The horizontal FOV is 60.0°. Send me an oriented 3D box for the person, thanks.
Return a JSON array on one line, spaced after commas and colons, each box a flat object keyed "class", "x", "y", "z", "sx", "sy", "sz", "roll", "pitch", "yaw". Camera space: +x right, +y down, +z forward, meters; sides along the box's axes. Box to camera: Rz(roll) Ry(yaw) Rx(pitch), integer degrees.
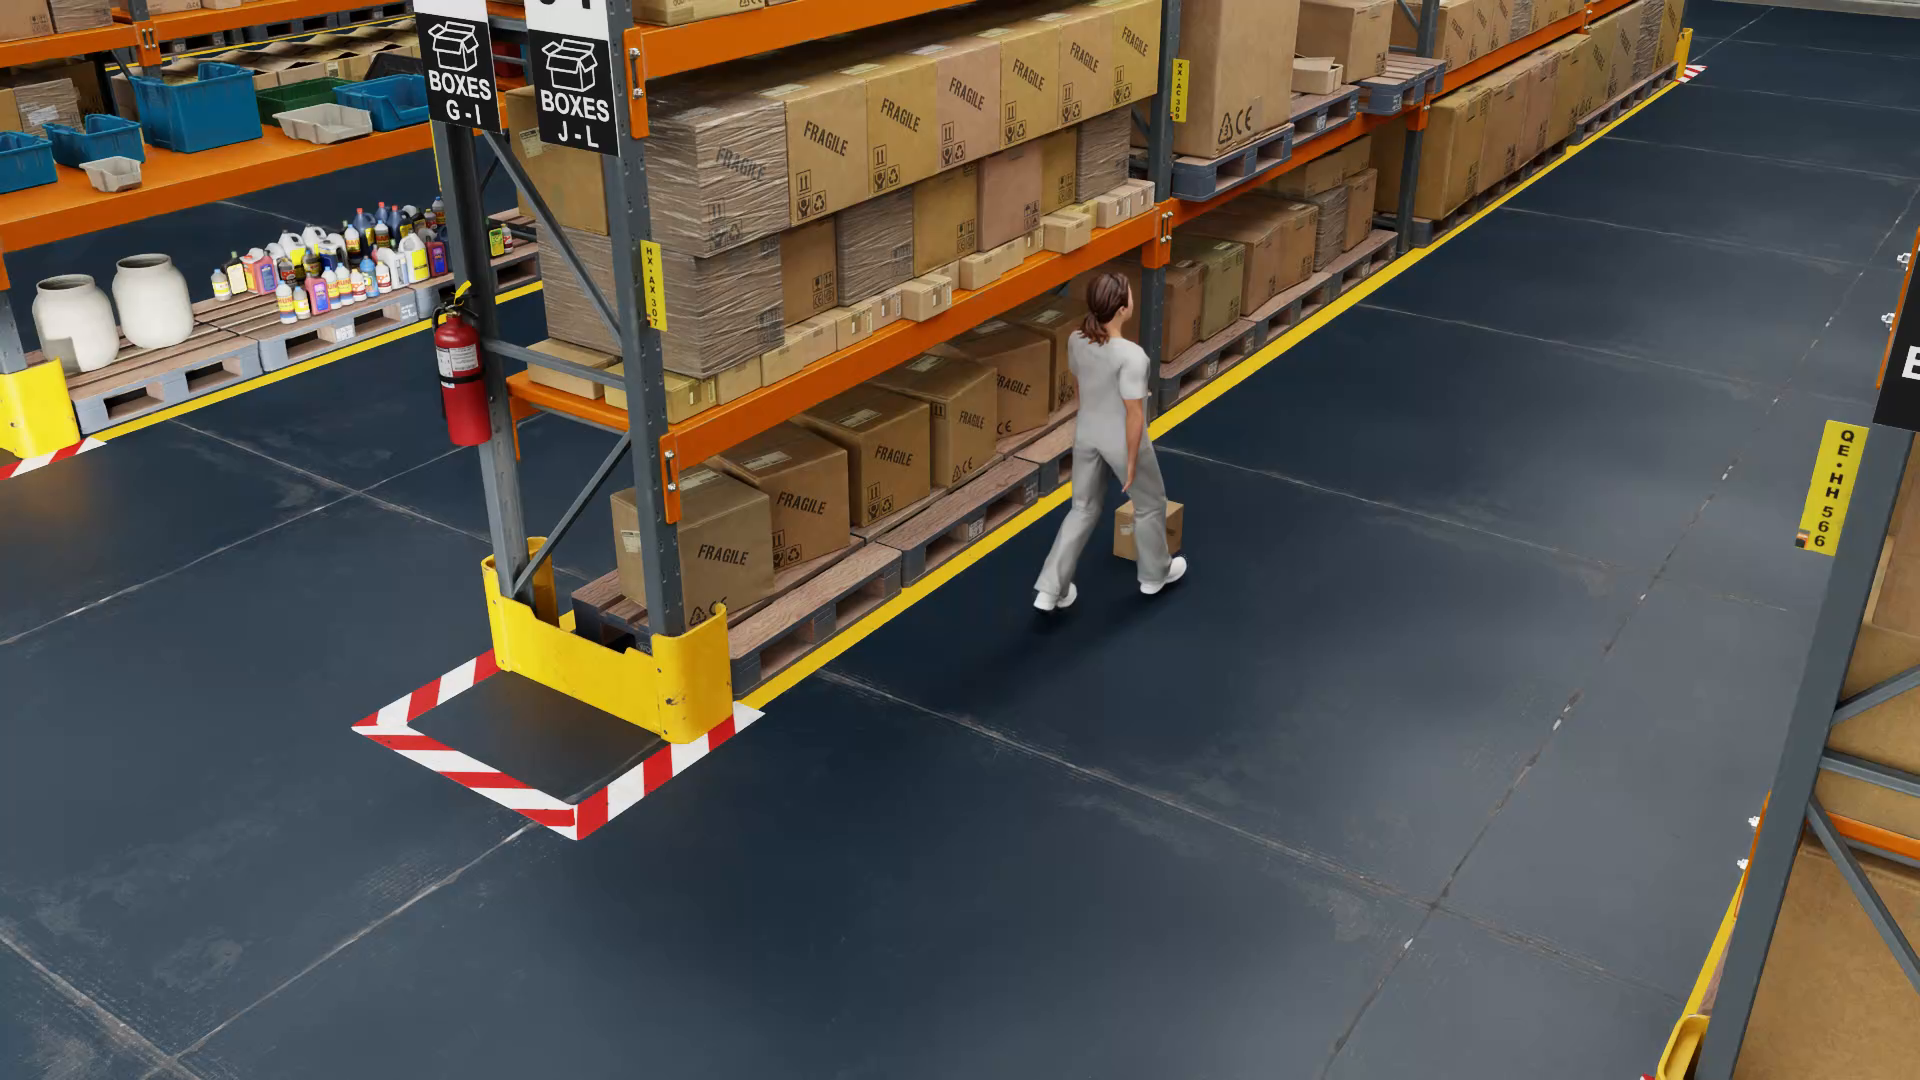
[{"class": "person", "x": 0.704, "y": -0.451, "z": 7.507, "sx": 0.447, "sy": 1.633, "sz": 0.890, "roll": 20, "pitch": 33, "yaw": 34}]
